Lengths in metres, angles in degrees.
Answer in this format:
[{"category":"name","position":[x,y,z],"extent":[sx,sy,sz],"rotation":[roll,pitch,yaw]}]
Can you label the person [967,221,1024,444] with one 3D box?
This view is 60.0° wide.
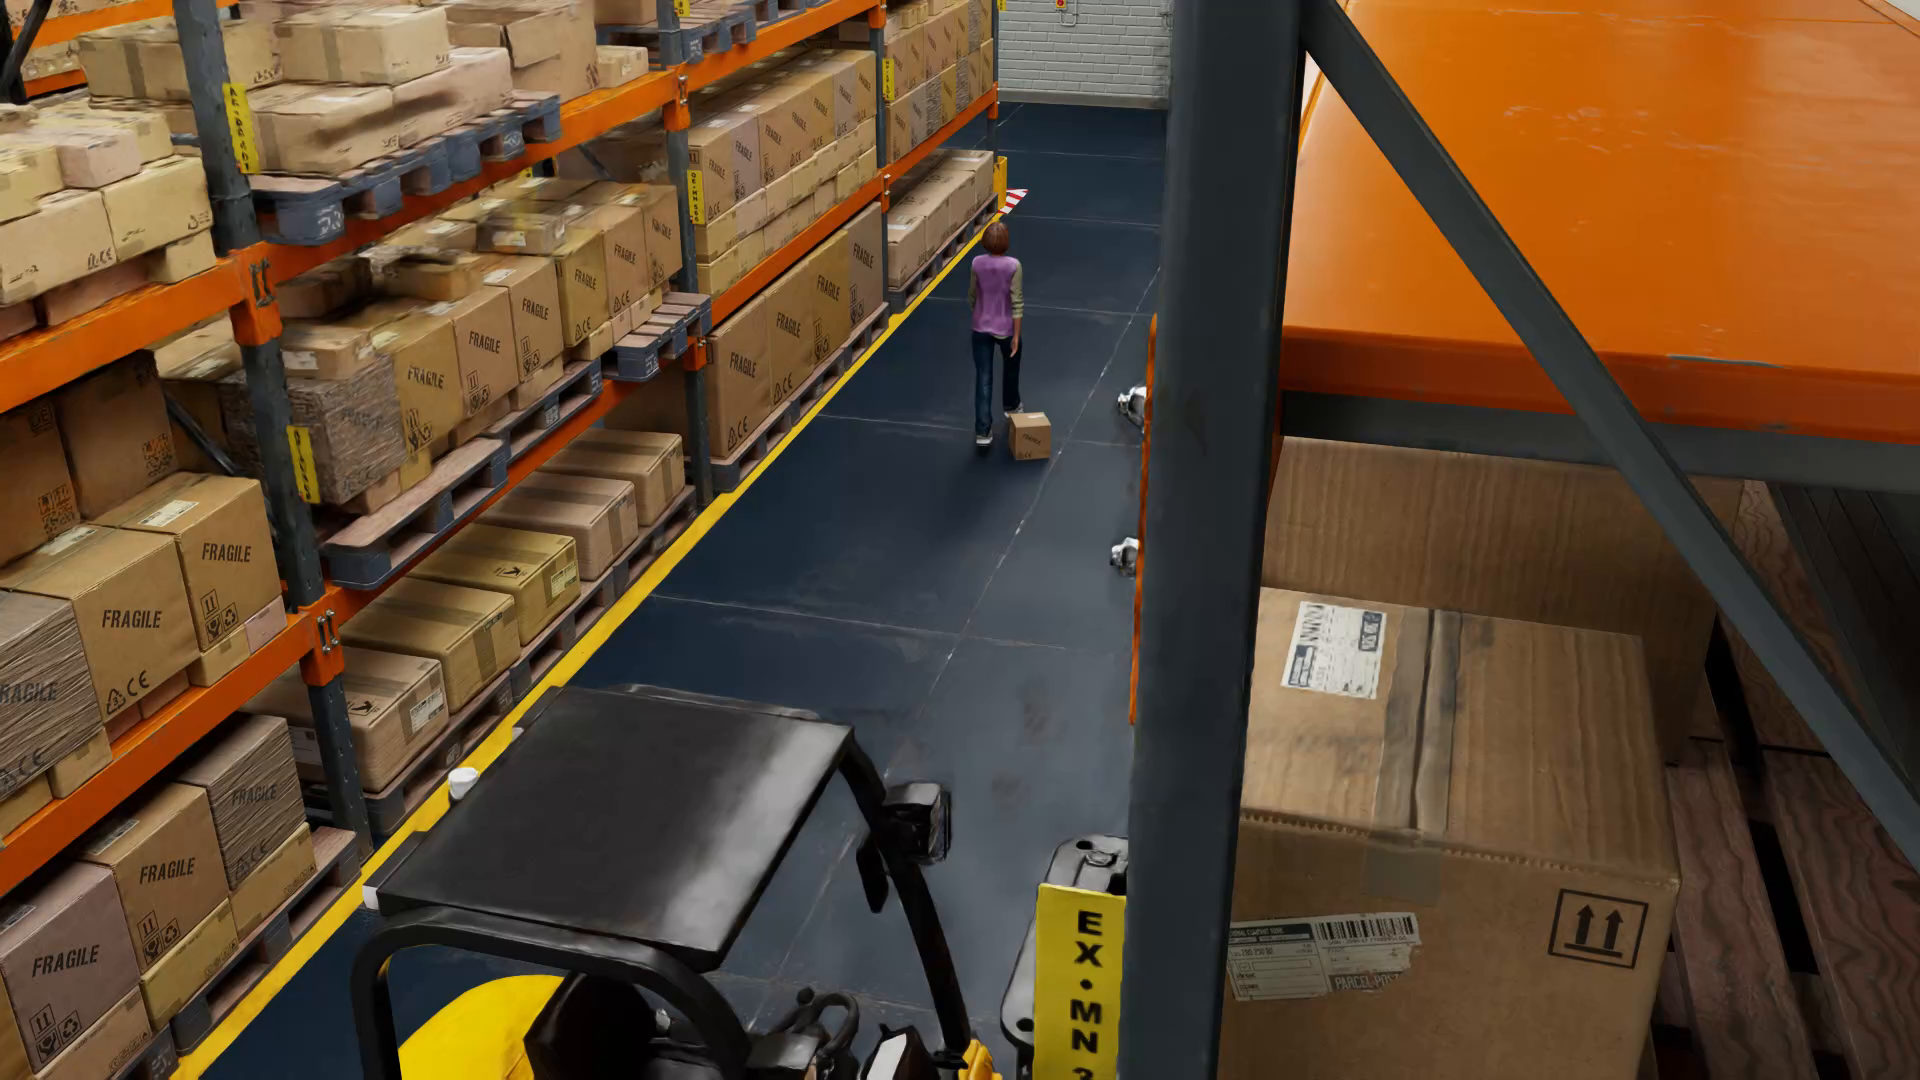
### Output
[{"category":"person","position":[0.255,-1.506,11.732],"extent":[0.418,1.542,0.937],"rotation":[4,26,8]}]
